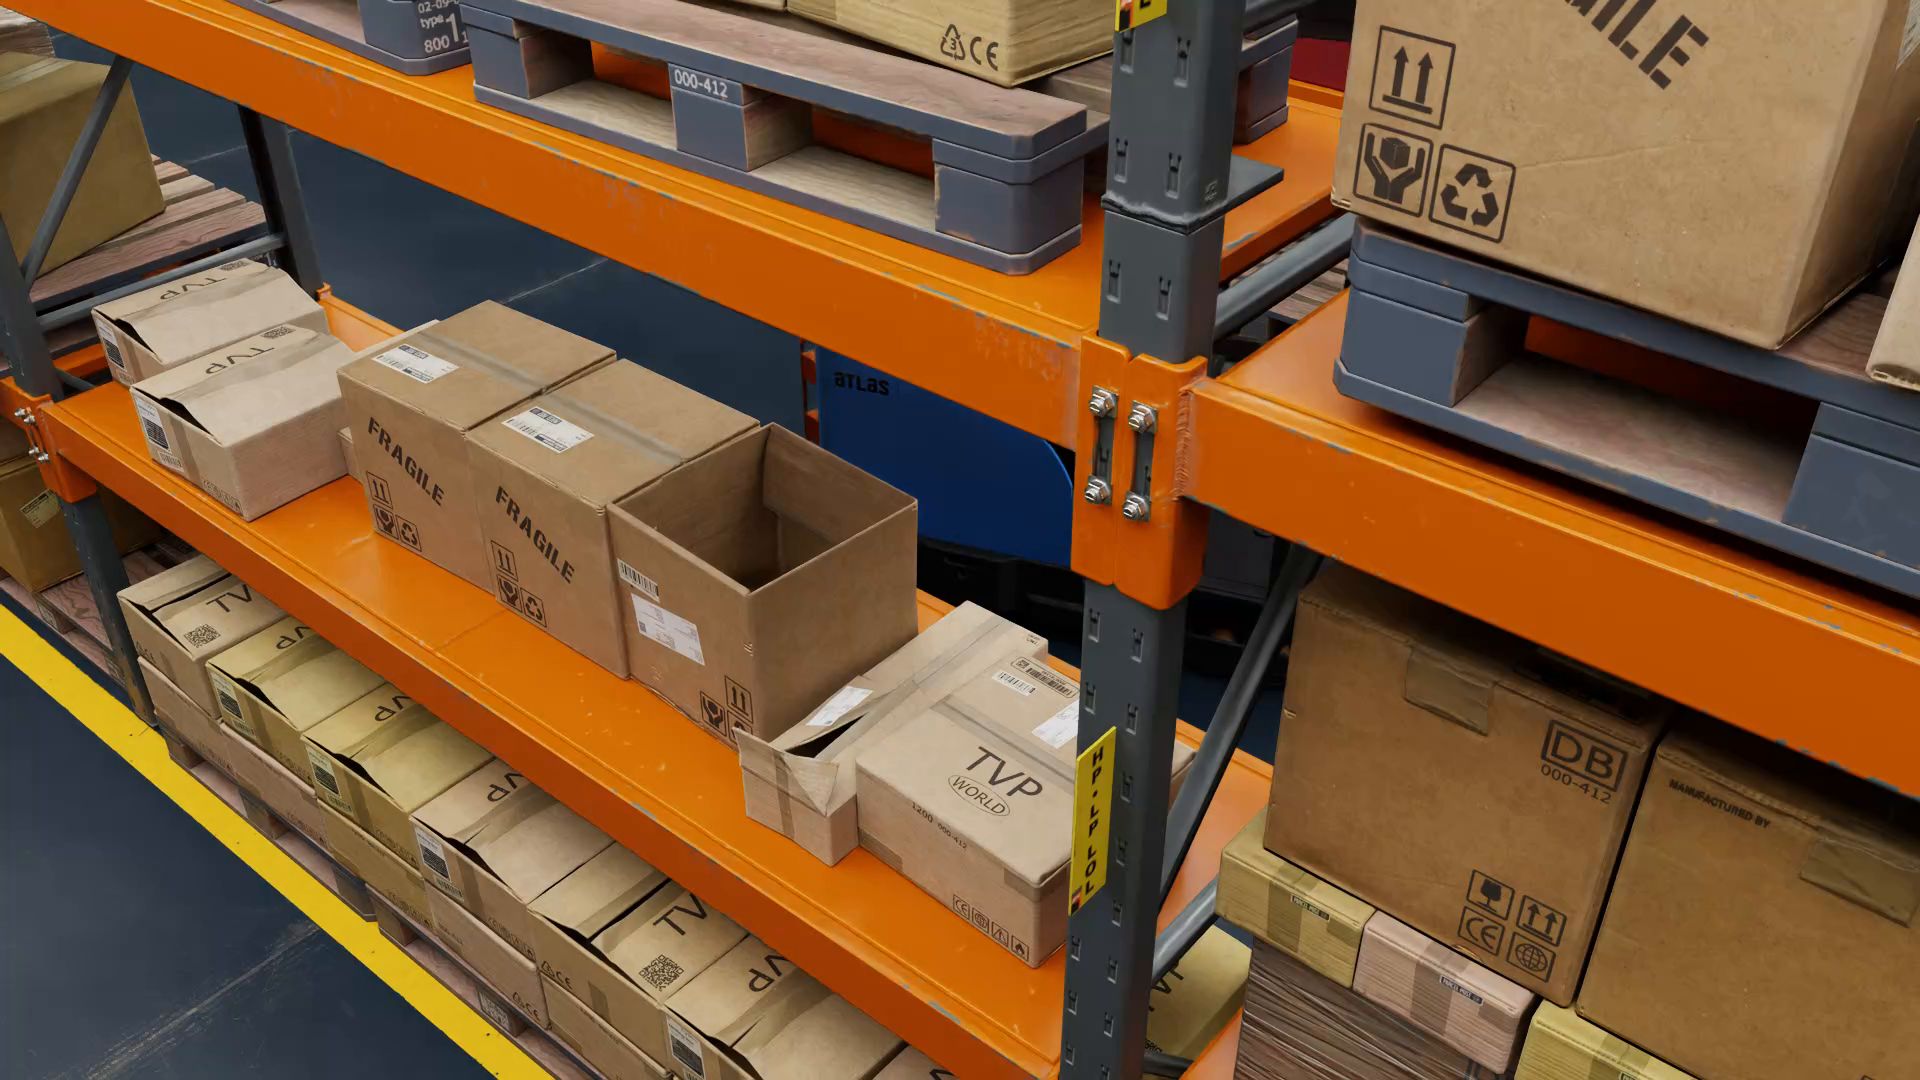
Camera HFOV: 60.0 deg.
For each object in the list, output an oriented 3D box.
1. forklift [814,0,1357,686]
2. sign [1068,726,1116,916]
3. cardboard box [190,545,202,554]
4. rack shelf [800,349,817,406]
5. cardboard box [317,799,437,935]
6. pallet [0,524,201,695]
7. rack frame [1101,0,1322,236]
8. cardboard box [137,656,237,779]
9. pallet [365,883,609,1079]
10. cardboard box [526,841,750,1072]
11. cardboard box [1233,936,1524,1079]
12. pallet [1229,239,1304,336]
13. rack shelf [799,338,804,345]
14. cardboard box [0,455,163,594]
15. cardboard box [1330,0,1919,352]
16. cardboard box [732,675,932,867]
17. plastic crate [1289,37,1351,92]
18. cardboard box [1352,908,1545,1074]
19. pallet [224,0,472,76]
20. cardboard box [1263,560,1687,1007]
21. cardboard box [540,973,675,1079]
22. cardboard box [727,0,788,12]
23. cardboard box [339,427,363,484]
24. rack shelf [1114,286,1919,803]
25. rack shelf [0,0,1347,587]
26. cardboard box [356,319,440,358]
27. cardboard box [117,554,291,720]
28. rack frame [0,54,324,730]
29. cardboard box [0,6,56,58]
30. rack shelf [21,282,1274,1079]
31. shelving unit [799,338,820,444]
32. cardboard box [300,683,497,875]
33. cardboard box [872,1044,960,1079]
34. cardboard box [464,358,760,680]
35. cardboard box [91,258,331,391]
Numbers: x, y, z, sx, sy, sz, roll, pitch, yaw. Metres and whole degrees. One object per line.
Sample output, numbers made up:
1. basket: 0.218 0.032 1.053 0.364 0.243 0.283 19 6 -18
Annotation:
1. forklift: 1.031 -1.025 5.653 3.031 2.935 1.130 12 36 17
2. sign: 0.202 0.429 2.523 0.005 0.325 0.100 25 42 32
3. cardboard box: -2.700 -0.255 6.291 0.500 0.500 0.500 27 43 34
4. rack shelf: -0.491 -0.654 6.792 0.215 0.259 0.240 -28 43 -34
5. cardboard box: -1.528 0.830 4.949 0.500 0.250 0.500 24 41 31
6. pallet: -3.082 0.048 6.494 1.213 0.211 1.003 25 42 32
7. rack frame: 0.541 -1.839 1.479 0.127 3.000 1.000 25 42 32
8. cardboard box: -2.318 0.463 5.484 0.500 0.250 0.500 25 42 32
9. pallet: -0.992 1.092 4.974 1.213 0.211 1.003 25 42 32
10. cardboard box: -0.739 0.974 4.245 0.500 0.311 0.500 25 42 32
11. cardboard box: 0.887 0.751 2.919 0.500 0.500 0.700 24 41 31
12. pallet: 1.210 -1.522 8.779 1.213 0.211 1.003 25 42 32
13. rack shelf: -0.491 -0.887 6.631 0.215 0.259 0.240 -28 43 -34
14. cardboard box: -3.402 -0.202 6.215 0.500 0.500 0.500 27 43 34
15. cardboard box: 0.760 -0.577 1.708 0.500 0.500 0.500 29 44 35
16. cardboard box: -0.252 0.451 3.563 0.258 0.266 0.396 24 41 31
17. plastic crate: 1.686 -2.276 7.359 0.583 0.464 0.402 25 42 32
18. cardboard box: 0.817 0.598 2.569 0.250 0.149 0.380 26 42 32
19. pallet: -1.093 -1.363 3.602 1.213 0.211 1.003 27 43 34
20. cardboard box: 0.887 0.216 2.552 0.500 0.500 0.700 25 42 32
21. cardboard box: -0.744 1.201 4.409 0.500 0.250 0.500 26 42 33
22. cardboard box: -0.350 -1.139 2.871 0.500 0.250 0.500 21 40 28
23. cardboard box: -1.517 -0.274 4.721 0.250 0.149 0.380 29 44 35
24. rack shelf: 2.079 0.418 1.477 4.000 0.370 1.077 25 42 32
25. rack shelf: -0.996 -1.030 3.587 4.000 0.370 1.077 25 42 32
26. cardboard box: -1.665 -0.506 5.059 0.250 0.149 0.380 25 42 32
27. cardboard box: -2.318 0.232 5.325 0.500 0.311 0.500 27 43 33
28. rack frame: -2.533 -0.815 5.287 0.127 3.000 1.000 25 42 32
29. cardboard box: -3.669 -1.623 6.004 0.700 0.500 0.500 -25 42 -31
30. rack shelf: -0.996 0.206 4.436 4.000 0.370 1.077 25 42 32
31. shelving unit: -0.491 -0.663 6.786 0.215 1.050 0.252 -28 43 -34
32. cardboard box: -1.518 0.604 4.783 0.500 0.311 0.500 24 41 31
33. cardboard box: 0.047 1.341 3.710 0.500 0.311 0.500 25 42 32
34. cardboard box: -0.828 -0.065 4.106 0.500 0.500 0.500 25 42 32
35. cardboard box: -2.281 -0.627 5.093 0.500 0.311 0.500 28 43 35
